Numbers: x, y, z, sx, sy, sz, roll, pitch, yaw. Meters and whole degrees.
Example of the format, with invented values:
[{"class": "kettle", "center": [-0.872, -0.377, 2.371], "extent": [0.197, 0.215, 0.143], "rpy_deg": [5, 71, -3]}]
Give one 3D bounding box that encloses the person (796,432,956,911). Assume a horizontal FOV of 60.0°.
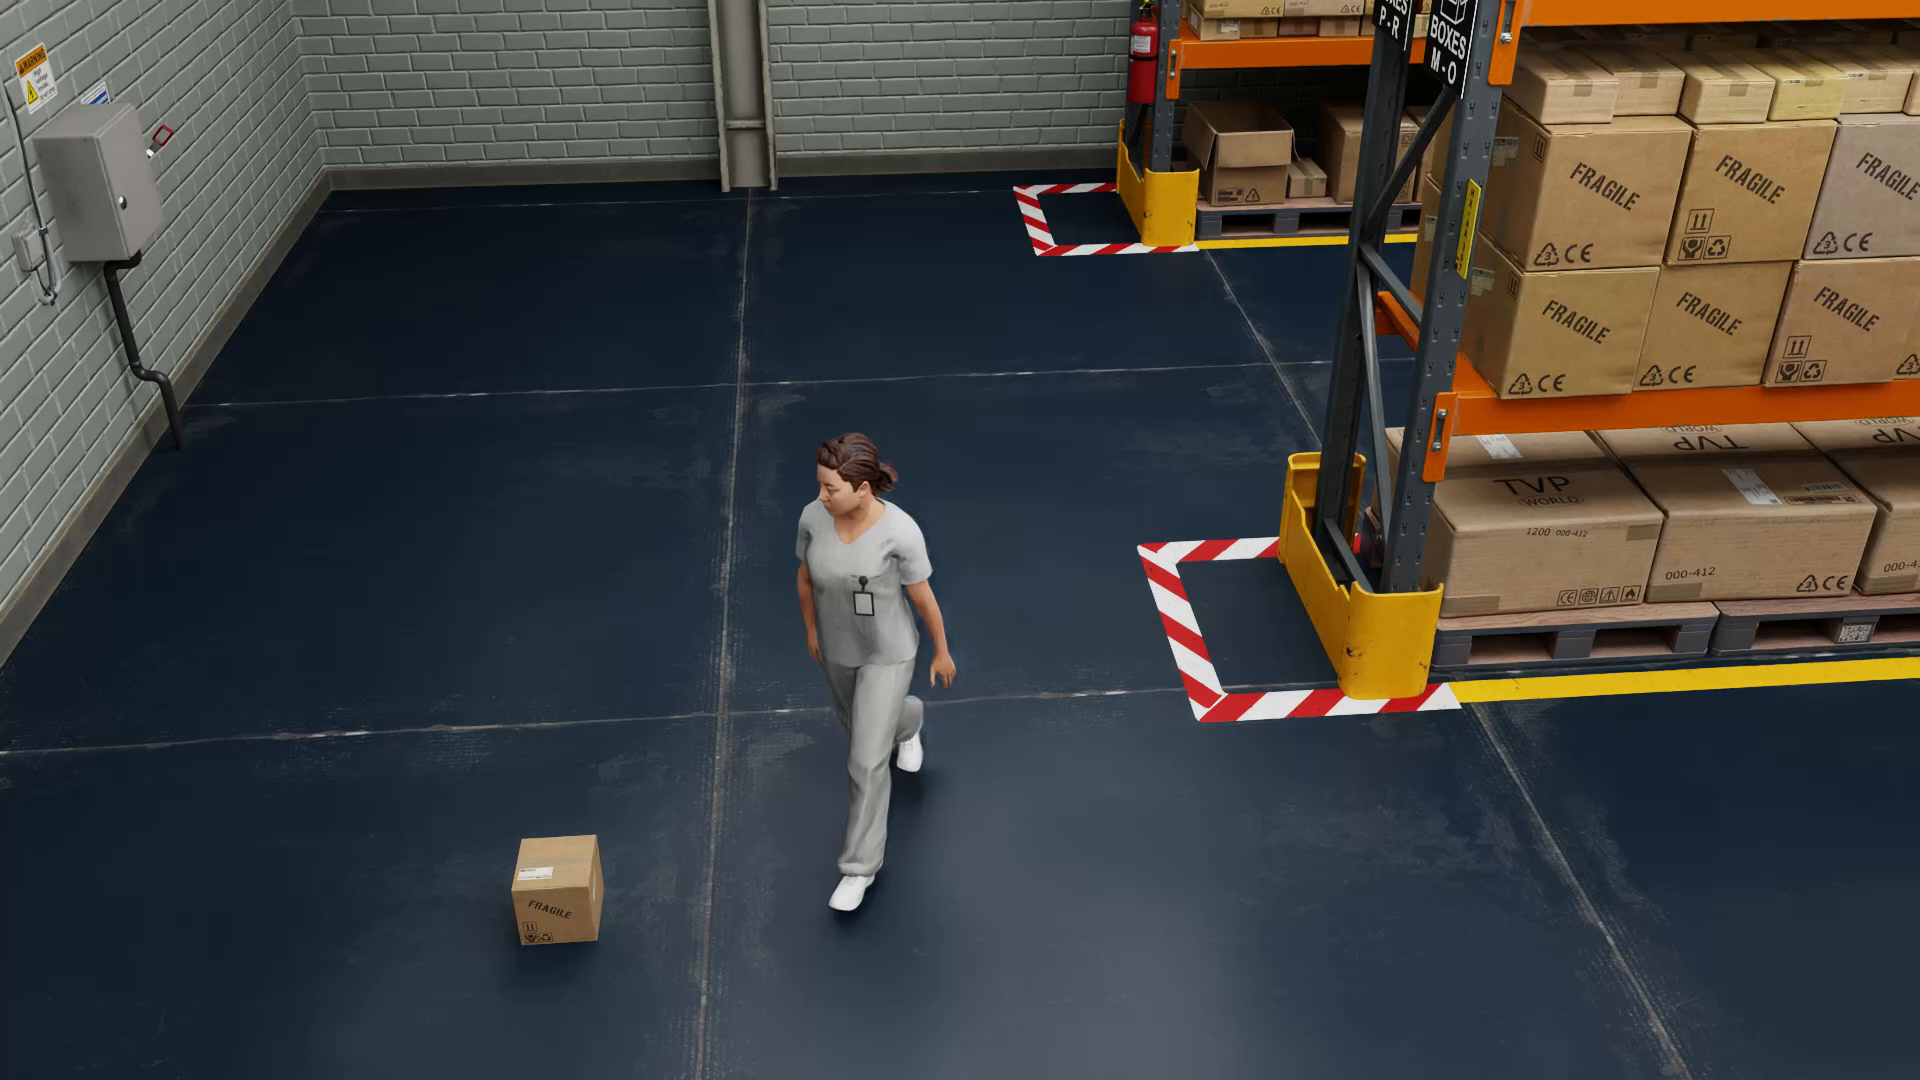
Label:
[{"class": "person", "center": [-0.288, 0.348, 5.581], "extent": [0.534, 1.631, 0.991], "rpy_deg": [13, 34, 21]}]
